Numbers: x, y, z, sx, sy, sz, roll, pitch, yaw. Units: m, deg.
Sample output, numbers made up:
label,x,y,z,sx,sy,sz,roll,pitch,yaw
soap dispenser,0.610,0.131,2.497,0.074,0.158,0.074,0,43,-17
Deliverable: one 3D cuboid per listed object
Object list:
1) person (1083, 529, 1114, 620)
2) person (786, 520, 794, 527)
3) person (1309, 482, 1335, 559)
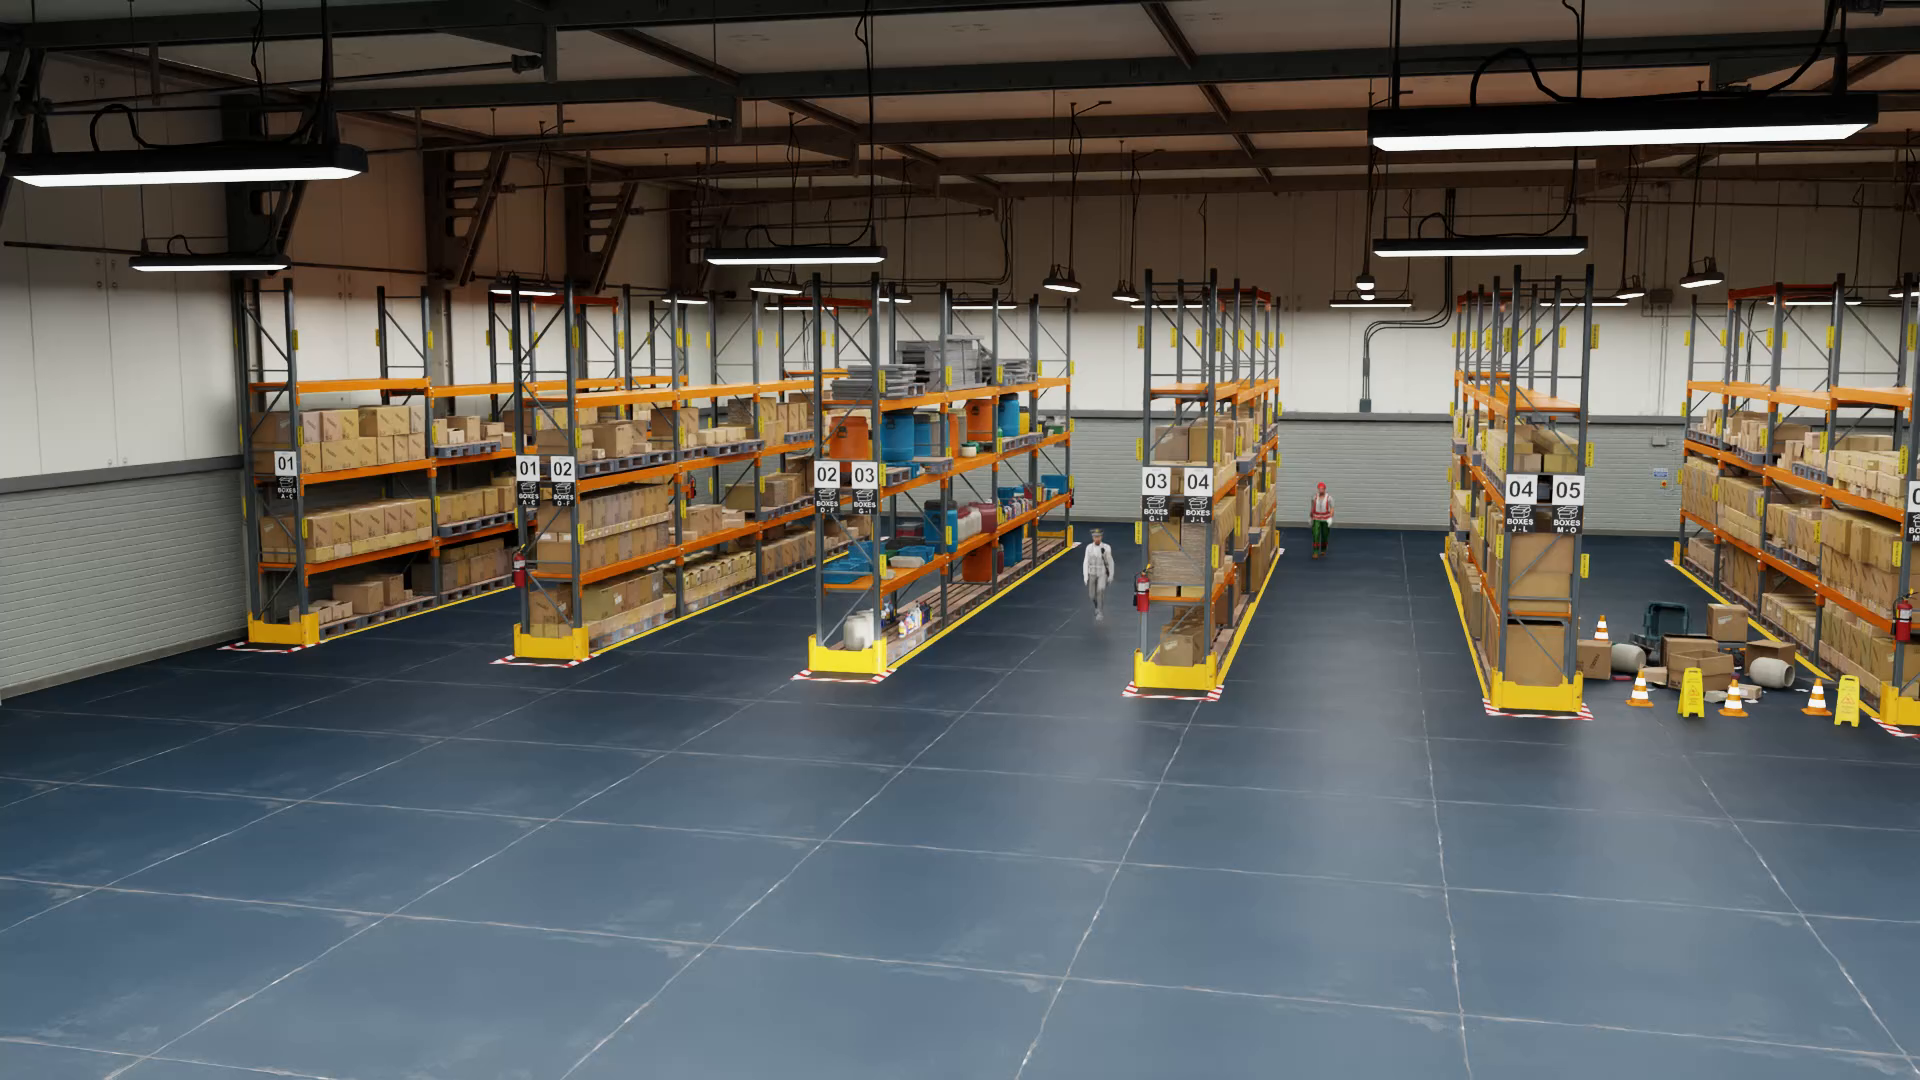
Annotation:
label,x,y,z,sx,sy,sz,roll,pitch,yaw
person,2.346,0.556,28.533,0.500,1.514,0.869,3,7,23
person,-4.401,-0.847,41.515,0.570,1.773,0.502,5,9,38
person,8.294,-0.457,38.112,0.555,1.721,1.050,1,7,10
